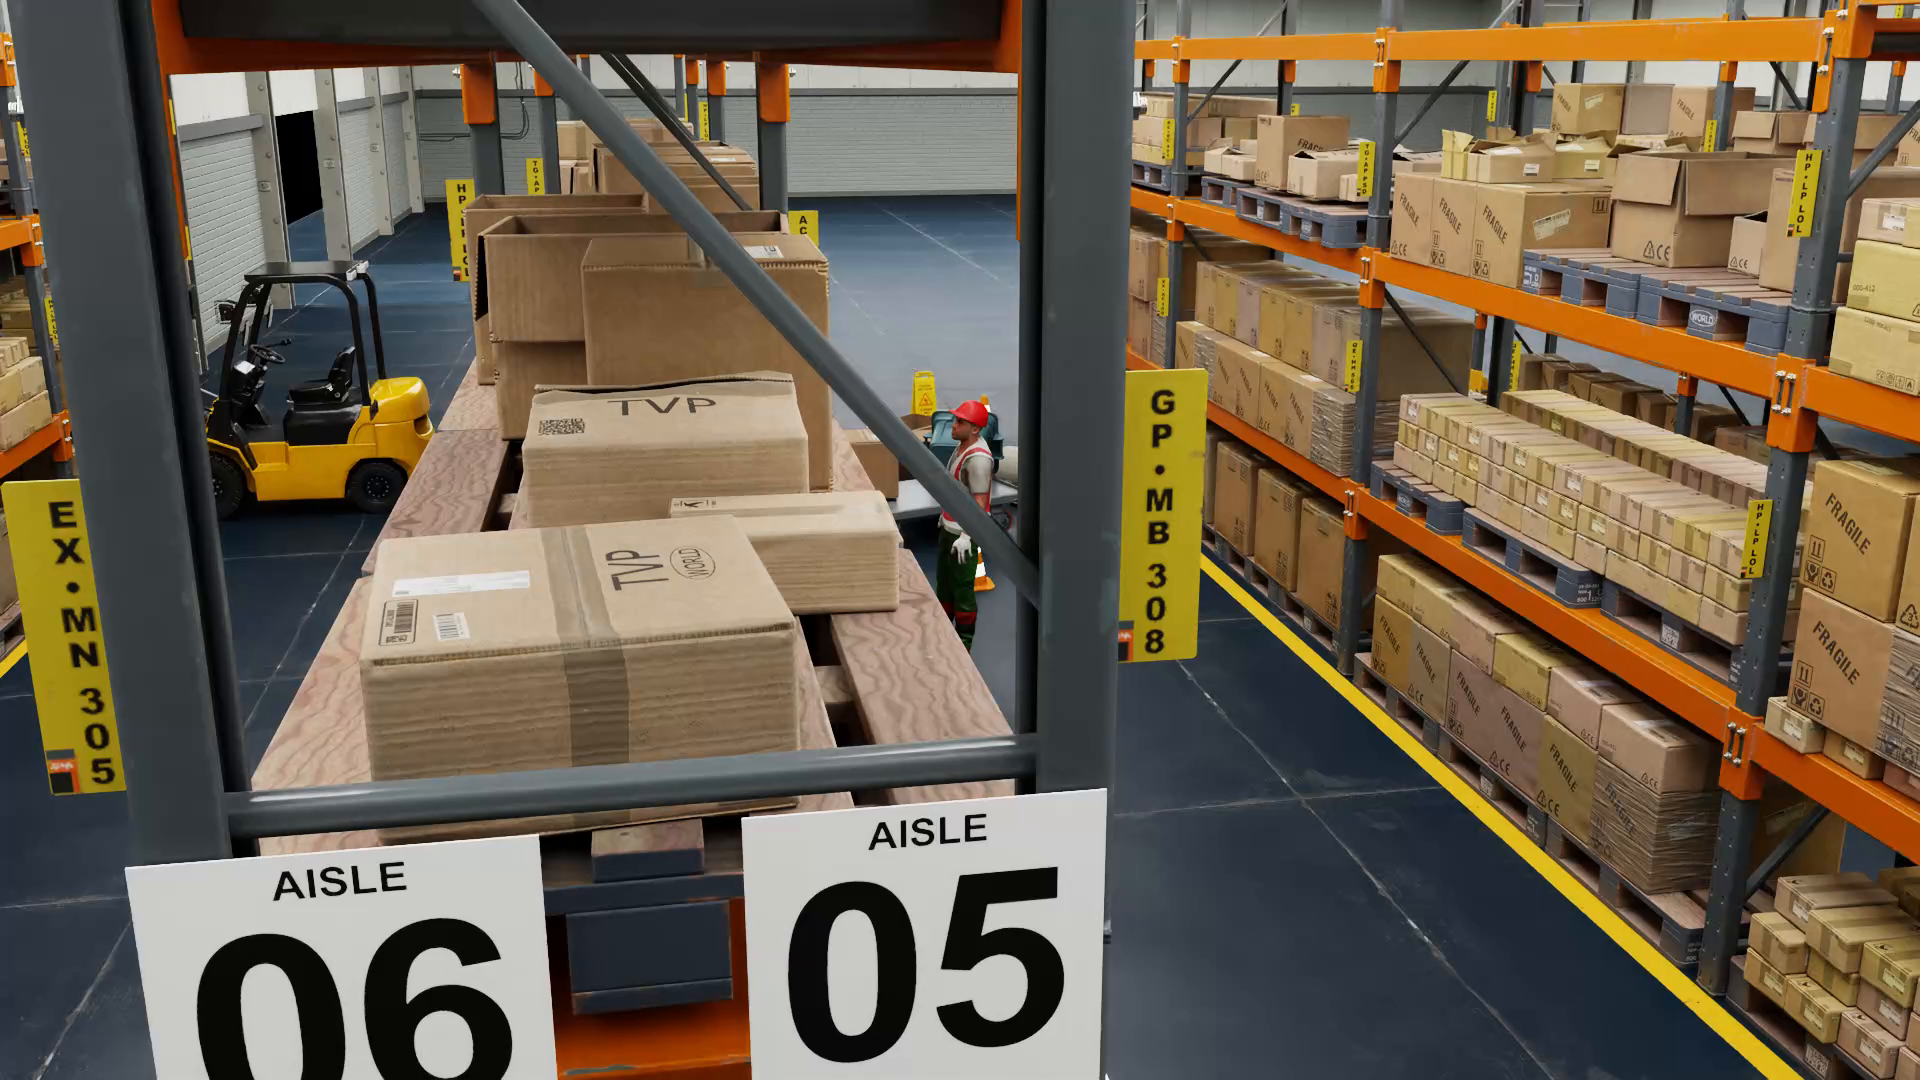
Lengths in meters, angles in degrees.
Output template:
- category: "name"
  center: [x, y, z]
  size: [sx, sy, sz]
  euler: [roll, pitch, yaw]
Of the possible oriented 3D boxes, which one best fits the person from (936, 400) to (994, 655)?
- category: "person"
  center: [-0.066, -0.065, 11.181]
  size: [0.561, 1.790, 0.638]
  euler: [-3, 16, -10]
